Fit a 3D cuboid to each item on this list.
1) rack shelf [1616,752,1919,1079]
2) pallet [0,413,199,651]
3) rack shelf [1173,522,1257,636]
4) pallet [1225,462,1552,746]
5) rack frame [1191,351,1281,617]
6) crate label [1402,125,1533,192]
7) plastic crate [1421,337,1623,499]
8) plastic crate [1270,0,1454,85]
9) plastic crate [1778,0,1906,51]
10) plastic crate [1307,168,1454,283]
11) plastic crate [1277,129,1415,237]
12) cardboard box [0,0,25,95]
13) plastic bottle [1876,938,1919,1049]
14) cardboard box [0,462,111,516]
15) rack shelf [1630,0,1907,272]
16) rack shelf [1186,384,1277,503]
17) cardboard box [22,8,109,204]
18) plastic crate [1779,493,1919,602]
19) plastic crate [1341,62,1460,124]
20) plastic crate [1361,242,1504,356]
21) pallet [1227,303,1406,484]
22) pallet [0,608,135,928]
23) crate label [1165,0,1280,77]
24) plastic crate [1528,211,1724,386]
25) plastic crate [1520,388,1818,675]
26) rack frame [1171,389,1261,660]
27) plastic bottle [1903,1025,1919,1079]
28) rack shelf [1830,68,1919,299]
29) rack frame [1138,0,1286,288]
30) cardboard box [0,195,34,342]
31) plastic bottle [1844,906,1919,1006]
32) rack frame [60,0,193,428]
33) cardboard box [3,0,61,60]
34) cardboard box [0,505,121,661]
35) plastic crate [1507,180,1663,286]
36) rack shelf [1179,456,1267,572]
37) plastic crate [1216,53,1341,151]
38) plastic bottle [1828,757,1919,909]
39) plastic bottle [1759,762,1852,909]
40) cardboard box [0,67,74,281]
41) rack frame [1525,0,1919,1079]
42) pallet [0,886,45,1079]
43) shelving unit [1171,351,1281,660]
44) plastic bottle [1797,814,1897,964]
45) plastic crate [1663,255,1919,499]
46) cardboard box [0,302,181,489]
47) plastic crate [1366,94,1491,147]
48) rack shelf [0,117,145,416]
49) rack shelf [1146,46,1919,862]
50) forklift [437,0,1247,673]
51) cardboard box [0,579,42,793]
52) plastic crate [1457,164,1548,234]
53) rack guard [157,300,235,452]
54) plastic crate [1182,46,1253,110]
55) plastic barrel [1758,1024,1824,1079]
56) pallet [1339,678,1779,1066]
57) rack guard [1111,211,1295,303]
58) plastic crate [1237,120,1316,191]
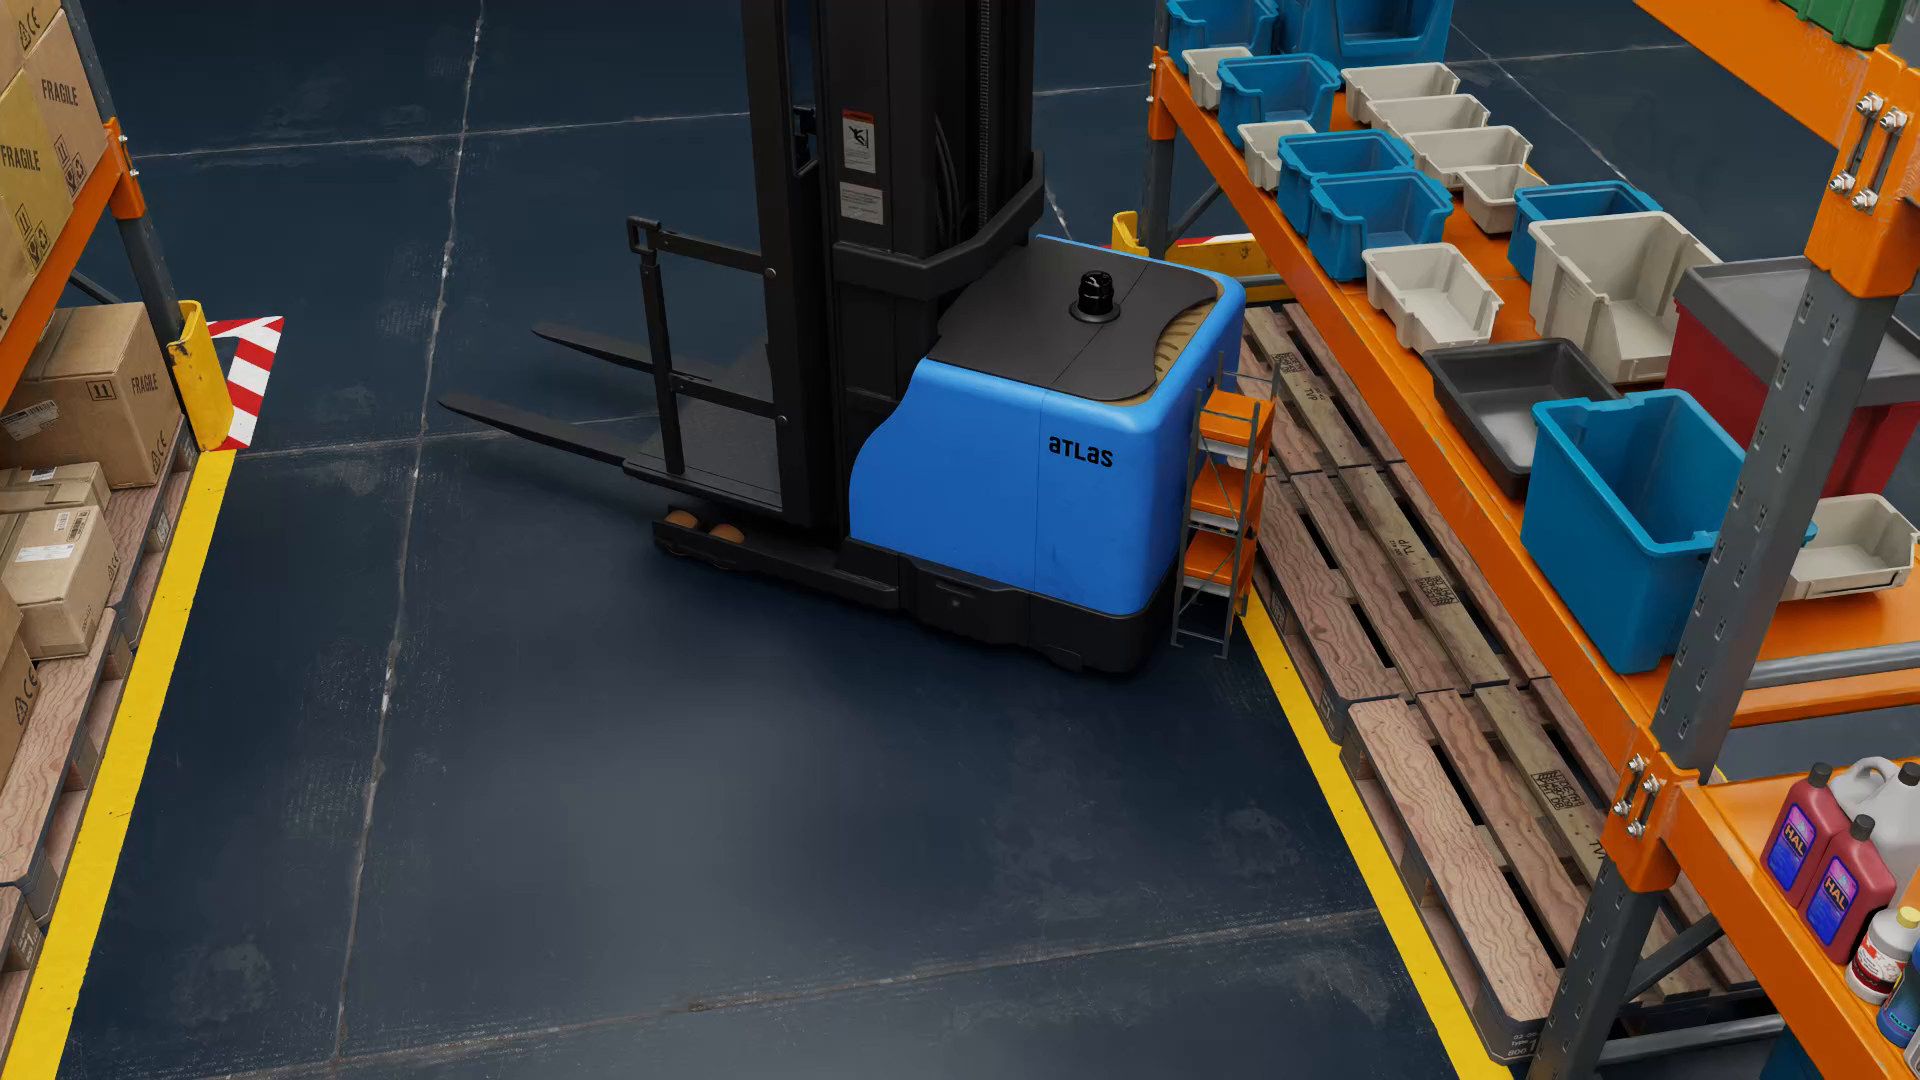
[{"bbox_3d":[2.331,1.741,2.151,1.077,0.370,4.000,-6,38,-8],"label":"rack shelf"},{"bbox_3d":[-3.444,-0.008,6.089,1.003,0.211,1.213,-6,38,-8],"label":"pallet"},{"bbox_3d":[0.873,0.131,5.695,0.215,0.259,0.240,15,40,18],"label":"rack shelf"},{"bbox_3d":[1.596,0.171,5.857,1.003,0.211,1.213,-6,38,-8],"label":"pallet"},{"bbox_3d":[0.921,-0.165,5.607,0.200,1.050,0.008,15,40,18],"label":"rack frame"},{"bbox_3d":[1.710,-1.272,5.608,0.396,0.136,0.243,-6,38,-8],"label":"crate label"},{"bbox_3d":[1.520,-0.314,4.384,0.437,0.125,0.590,-6,38,-8],"label":"plastic crate"},{"bbox_3d":[1.522,-2.023,6.331,0.616,0.435,0.499,-6,38,-8],"label":"plastic crate"},{"bbox_3d":[1.609,-1.076,2.917,0.450,0.188,0.662,-6,38,-8],"label":"plastic crate"},{"bbox_3d":[1.282,-0.964,5.133,0.416,0.233,0.300,-6,38,-8],"label":"plastic crate"},{"bbox_3d":[1.229,-1.145,5.367,0.416,0.233,0.300,-6,38,-8],"label":"plastic crate"},{"bbox_3d":[-3.160,-1.527,4.874,0.500,0.500,0.500,-5,38,-7],"label":"cardboard box"},{"bbox_3d":[1.703,0.774,2.914,0.097,0.271,0.097,0,38,0],"label":"plastic bottle"},{"bbox_3d":[-3.278,-0.136,5.930,0.380,0.166,0.250,-6,38,-8],"label":"cardboard box"},{"bbox_3d":[1.630,-1.860,4.340,1.077,0.370,4.000,-6,38,-8],"label":"rack shelf"},{"bbox_3d":[0.873,-0.312,5.351,0.215,0.259,0.240,15,40,18],"label":"rack shelf"},{"bbox_3d":[-3.252,-1.435,5.571,0.500,0.500,0.500,-5,38,-7],"label":"cardboard box"},{"bbox_3d":[2.040,0.033,3.929,0.396,0.136,0.243,-6,38,-8],"label":"plastic crate"},{"bbox_3d":[1.600,-1.614,6.048,0.396,0.136,0.243,-6,38,-8],"label":"plastic crate"},{"bbox_3d":[1.379,-0.690,4.860,0.293,0.136,0.466,-6,38,-8],"label":"plastic crate"},{"bbox_3d":[1.386,-0.564,6.804,1.003,0.211,1.213,-6,38,-8],"label":"pallet"},{"bbox_3d":[-3.234,0.727,5.142,1.003,0.211,1.213,-6,38,-8],"label":"pallet"},{"bbox_3d":[0.998,-1.940,6.390,0.416,0.233,0.303,-6,38,-8],"label":"crate label"},{"bbox_3d":[1.894,-0.670,4.716,0.437,0.282,0.530,-6,38,-8],"label":"plastic crate"},{"bbox_3d":[1.563,-0.014,3.787,0.392,0.384,0.575,-6,38,-8],"label":"plastic crate"},{"bbox_3d":[0.825,-0.028,5.430,0.200,1.050,0.008,15,40,18],"label":"rack frame"},{"bbox_3d":[1.751,0.839,2.826,0.152,0.276,0.135,-6,38,-8],"label":"plastic bottle"},{"bbox_3d":[2.331,0.556,1.231,1.077,0.370,4.000,-6,38,-8],"label":"rack shelf"},{"bbox_3d":[1.279,-2.167,6.595,1.000,3.000,0.127,-6,38,-8],"label":"rack frame"},{"bbox_3d":[-3.075,-0.820,4.779,0.500,0.500,0.500,-6,38,-8],"label":"cardboard box"},{"bbox_3d":[1.686,0.743,3.011,0.097,0.201,0.097,0,38,0],"label":"plastic bottle"},{"bbox_3d":[-3.598,-1.637,5.912,1.000,3.000,0.127,-6,38,-8],"label":"rack frame"},{"bbox_3d":[-3.249,-1.832,5.267,0.500,0.500,0.500,-7,38,-8],"label":"cardboard box"},{"bbox_3d":[-3.123,0.154,5.489,0.500,0.250,0.500,-6,38,-8],"label":"cardboard box"},{"bbox_3d":[1.892,-0.912,5.067,0.416,0.233,0.300,-6,38,-8],"label":"plastic crate"},{"bbox_3d":[0.873,-0.088,5.525,0.215,0.259,0.240,15,40,18],"label":"rack shelf"},{"bbox_3d":[1.114,-1.543,5.878,0.416,0.233,0.300,-6,38,-8],"label":"plastic crate"},{"bbox_3d":[1.730,0.540,3.150,0.144,0.351,0.185,-6,38,-8],"label":"plastic bottle"},{"bbox_3d":[1.625,0.562,3.177,0.061,0.283,0.133,-6,38,-8],"label":"plastic bottle"},{"bbox_3d":[-3.157,-1.122,5.168,0.500,0.500,0.500,-6,38,-8],"label":"cardboard box"},{"bbox_3d":[1.980,0.249,3.485,1.000,3.000,0.127,-6,38,-8],"label":"rack frame"},{"bbox_3d":[-3.016,1.465,4.192,1.003,0.211,1.213,-6,38,-8],"label":"pallet"},{"bbox_3d":[0.873,-0.096,5.518,0.215,1.050,0.252,15,40,18],"label":"shelving unit"},{"bbox_3d":[1.648,0.643,3.073,0.061,0.283,0.133,-6,38,-8],"label":"plastic bottle"},{"bbox_3d":[2.071,-0.367,4.176,0.402,0.464,0.583,-6,38,-8],"label":"plastic crate"},{"bbox_3d":[-3.260,-0.522,6.155,0.500,0.500,0.500,-6,38,-8],"label":"cardboard box"},{"bbox_3d":[1.637,-1.437,5.821,0.396,0.136,0.243,-6,38,-8],"label":"plastic crate"},{"bbox_3d":[-3.247,-0.145,4.578,1.077,0.370,4.000,-6,38,-8],"label":"rack shelf"},{"bbox_3d":[1.630,-0.675,5.261,1.077,0.370,4.000,-6,38,-8],"label":"rack shelf"},{"bbox_3d":[-0.570,-1.323,5.564,3.031,2.935,1.130,16,41,20],"label":"forklift"},{"bbox_3d":[-3.231,0.457,4.893,0.797,0.503,0.637,-6,38,-8],"label":"cardboard box"},{"bbox_3d":[1.780,-1.095,5.380,0.298,0.136,0.250,-6,38,-8],"label":"plastic crate"},{"bbox_3d":[-3.585,-0.604,6.620,1.175,0.500,0.348,-6,38,-8],"label":"rack guard"},{"bbox_3d":[0.973,-1.700,6.159,0.250,0.136,0.298,-6,38,-8],"label":"plastic crate"},{"bbox_3d":[2.059,1.242,3.575,0.600,0.901,0.708,-6,38,-8],"label":"plastic barrel"},{"bbox_3d":[1.813,0.910,4.907,1.003,0.211,1.213,-6,38,-8],"label":"pallet"},{"bbox_3d":[1.262,-1.193,7.379,1.175,0.500,0.348,-6,38,-8],"label":"rack guard"},{"bbox_3d":[1.092,-1.290,5.632,0.250,0.136,0.298,-6,38,-8],"label":"plastic crate"}]
